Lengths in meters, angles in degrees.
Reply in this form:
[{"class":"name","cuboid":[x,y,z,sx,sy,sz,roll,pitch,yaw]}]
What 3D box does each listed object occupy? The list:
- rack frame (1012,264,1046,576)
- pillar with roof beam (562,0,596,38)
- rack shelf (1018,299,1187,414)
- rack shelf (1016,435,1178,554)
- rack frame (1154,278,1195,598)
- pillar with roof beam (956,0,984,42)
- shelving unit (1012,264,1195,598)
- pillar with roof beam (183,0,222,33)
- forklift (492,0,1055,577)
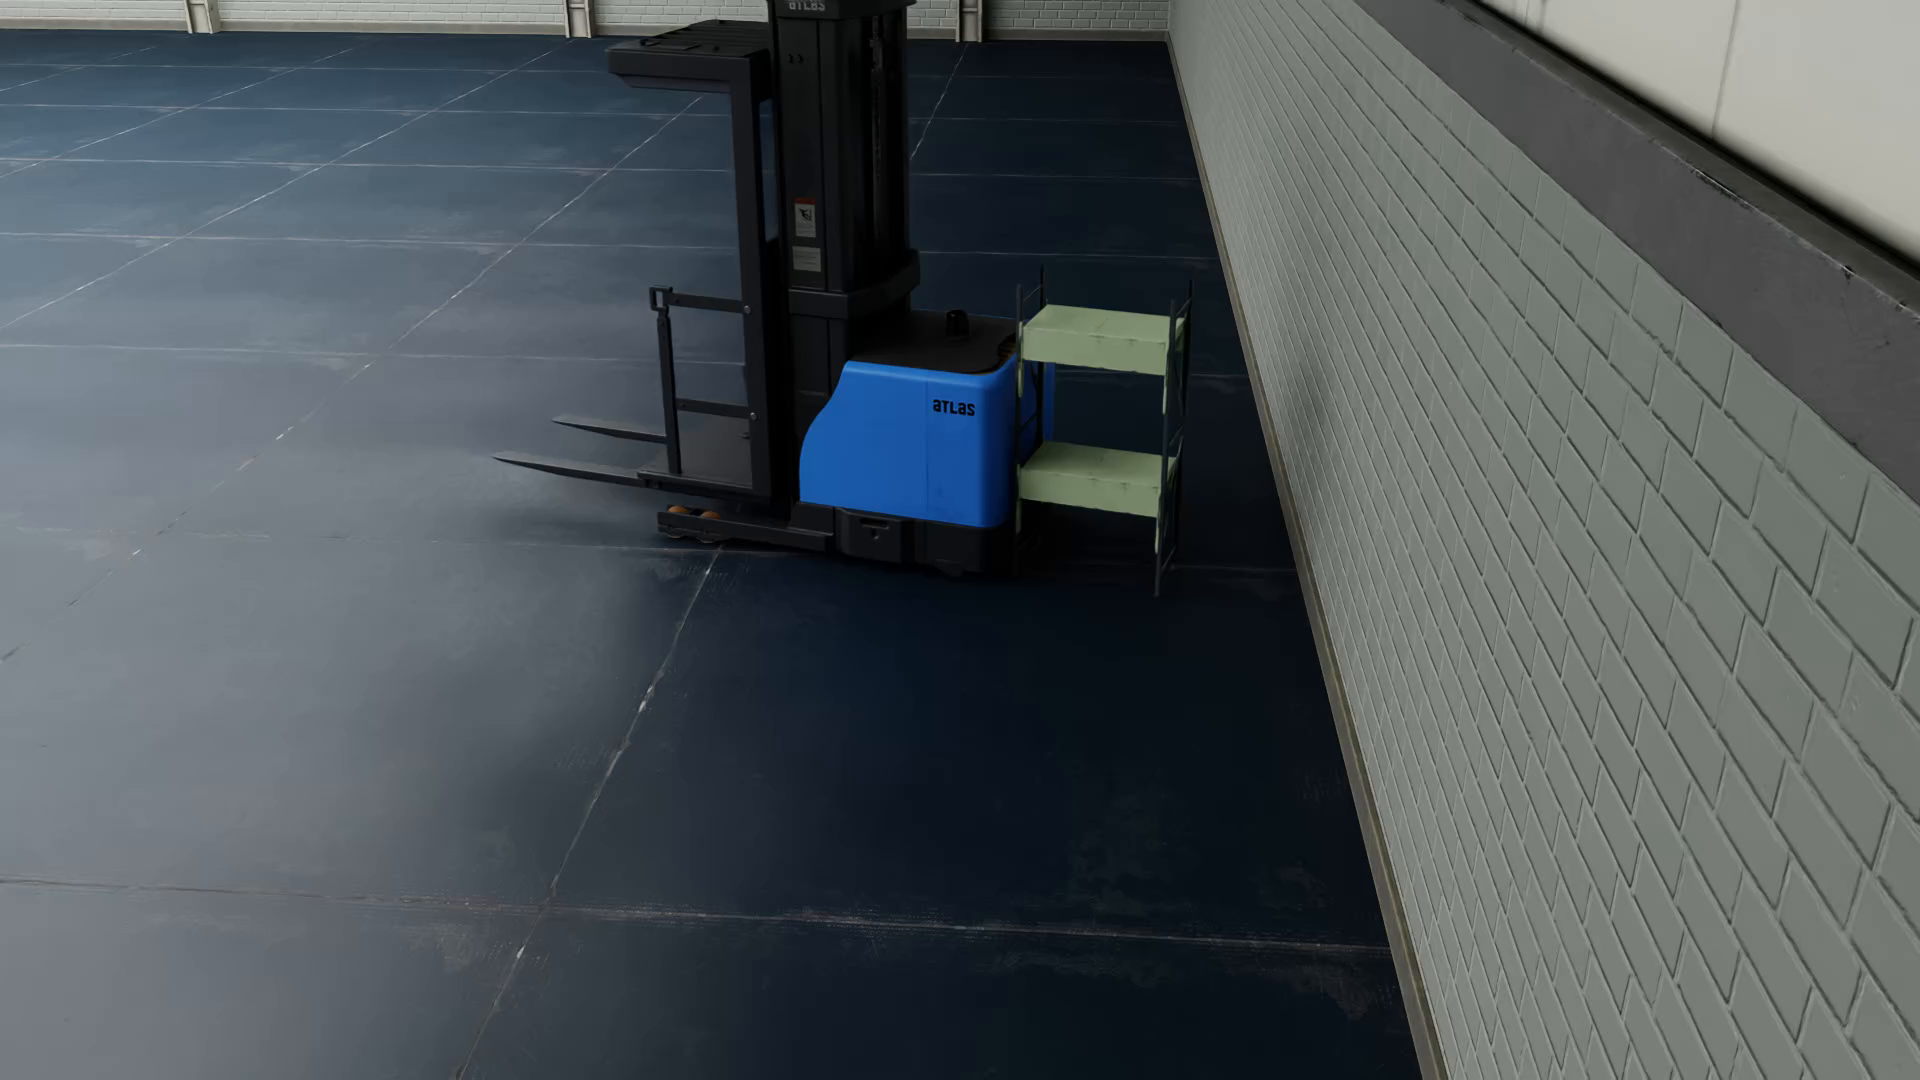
[{"class":"rack frame","cuboid":[0.341,-0.581,8.219,0.023,1.500,0.400,9,26,18]},{"class":"pillar with roof beam","cuboid":[-6.166,-10.064,19.856,0.400,9.000,9.100,2,25,4]},{"class":"rack shelf","cuboid":[0.686,-0.884,7.944,0.720,0.370,0.431,9,26,18]},{"class":"rack shelf","cuboid":[0.686,-0.234,8.243,0.720,0.370,0.431,9,26,18]},{"class":"rack frame","cuboid":[1.030,-0.478,7.995,0.023,1.500,0.400,9,26,18]},{"class":"pillar with roof beam","cuboid":[-0.184,-9.872,19.438,0.400,9.000,9.100,2,25,4]},{"class":"shelving unit","cuboid":[0.686,-0.530,8.107,0.755,1.500,0.431,9,26,18]},{"class":"pillar with roof beam","cuboid":[-12.148,-10.256,20.273,0.400,9.000,9.100,2,25,4]},{"class":"forklift","cuboid":[-1.063,-1.509,8.523,3.031,2.935,1.130,9,26,18]}]
